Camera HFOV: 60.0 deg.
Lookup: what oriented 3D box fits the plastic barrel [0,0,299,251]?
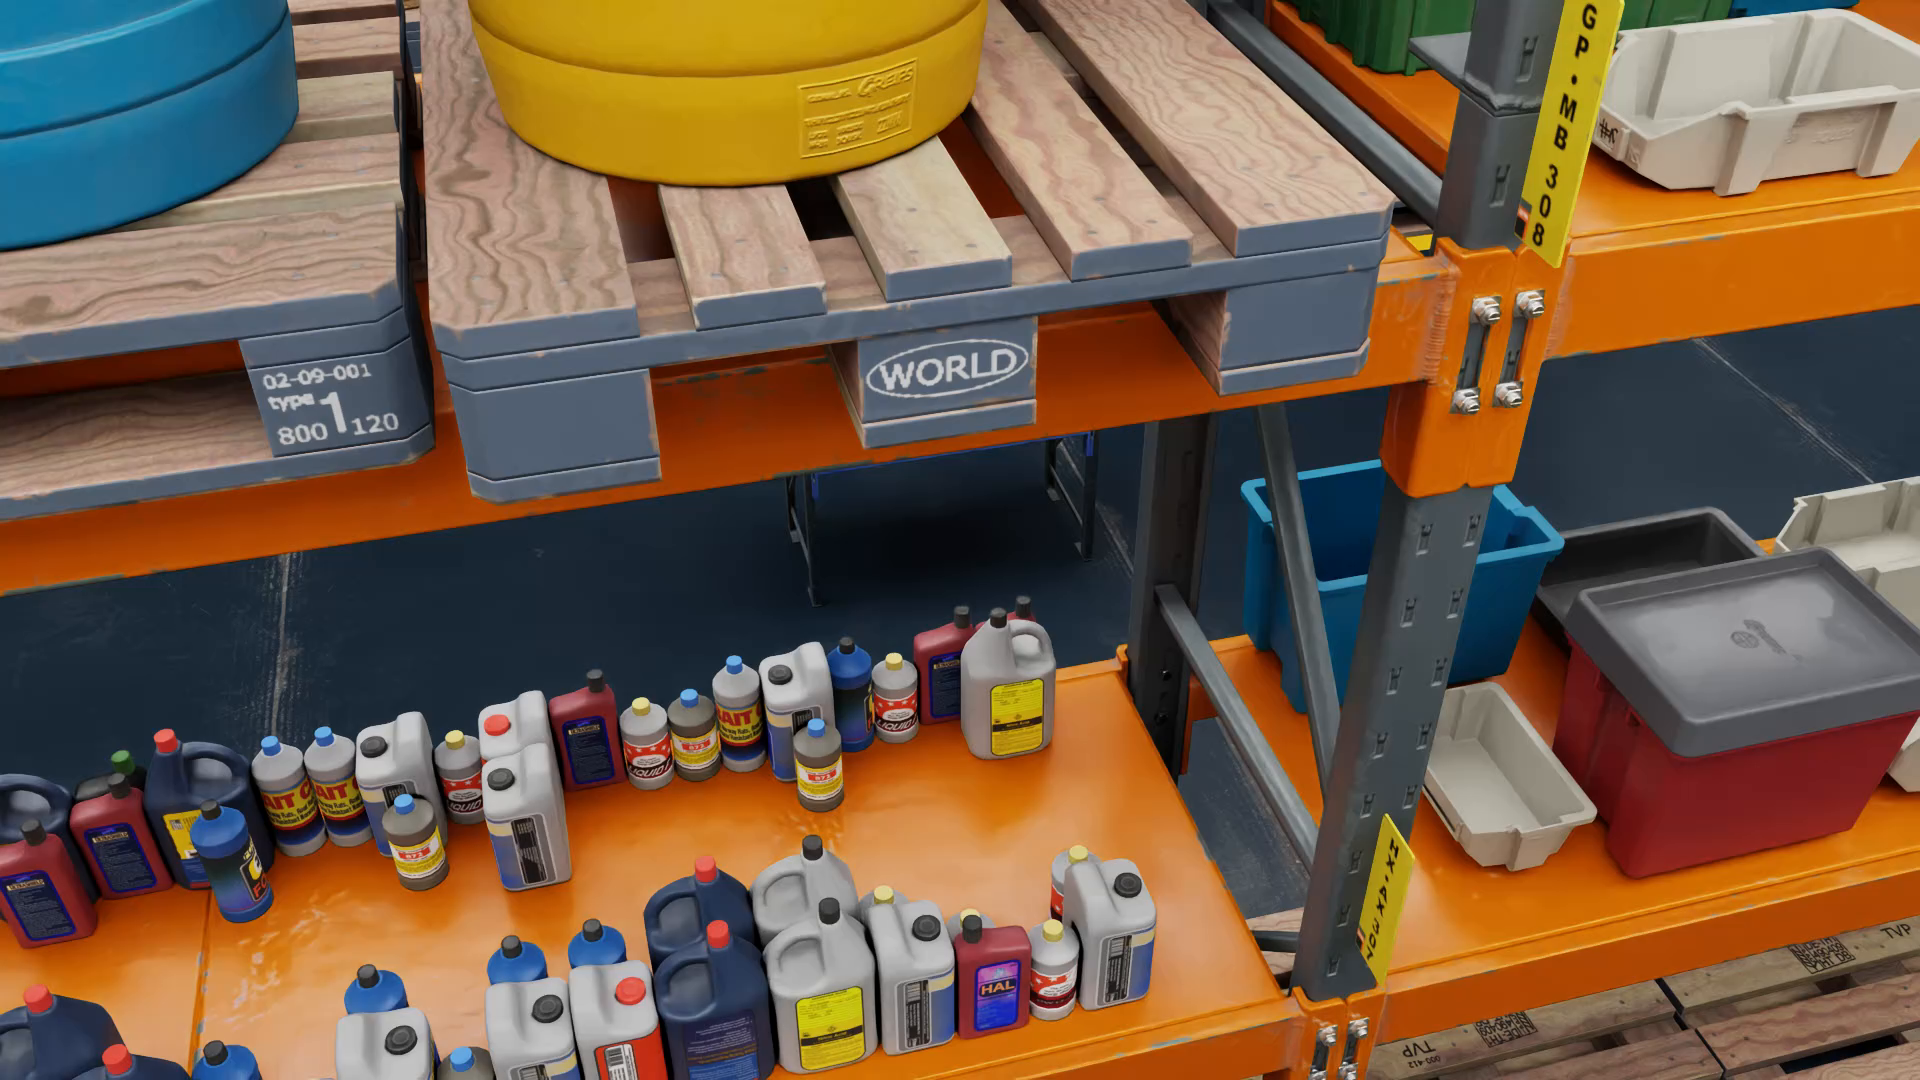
[{"bbox_3d":[-1.044,-0.808,1.611,0.708,0.901,0.600,-9,38,-12],"label":"plastic barrel"}]

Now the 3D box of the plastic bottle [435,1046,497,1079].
[{"bbox_3d":[-0.807,0.913,2.751,0.097,0.201,0.097,0,37,0],"label":"plastic bottle"}]

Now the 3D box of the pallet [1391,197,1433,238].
[{"bbox_3d":[2.294,-1.904,8.566,1.213,0.211,1.003,-9,38,-12],"label":"pallet"}]

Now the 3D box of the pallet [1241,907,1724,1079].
[{"bbox_3d":[1.263,1.357,4.302,1.213,0.211,1.003,-9,38,-12],"label":"pallet"}]

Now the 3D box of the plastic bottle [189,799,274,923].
[{"bbox_3d":[-1.370,0.591,3.115,0.097,0.271,0.097,0,37,0],"label":"plastic bottle"}]

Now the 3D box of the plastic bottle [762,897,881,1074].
[{"bbox_3d":[-0.239,0.746,2.847,0.185,0.351,0.144,-9,38,-12],"label":"plastic bottle"}]

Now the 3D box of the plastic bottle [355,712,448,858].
[{"bbox_3d":[-1.101,0.471,3.267,0.135,0.276,0.152,-9,38,-12],"label":"plastic bottle"}]

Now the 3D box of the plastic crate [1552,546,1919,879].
[{"bbox_3d":[1.491,0.345,3.228,0.583,0.464,0.402,-9,38,-12],"label":"plastic crate"}]

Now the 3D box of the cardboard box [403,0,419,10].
[{"bbox_3d":[-2.414,-2.408,6.501,0.500,0.500,0.700,-19,41,-23],"label":"cardboard box"}]

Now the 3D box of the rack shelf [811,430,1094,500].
[{"bbox_3d":[-0.082,-0.439,5.886,1.000,0.185,0.538,-9,38,-12],"label":"rack shelf"}]

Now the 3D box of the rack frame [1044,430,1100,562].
[{"bbox_3d":[0.408,-0.663,5.882,0.032,1.500,0.500,-9,38,-12],"label":"rack frame"}]

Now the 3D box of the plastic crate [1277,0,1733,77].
[{"bbox_3d":[0.894,-0.963,2.745,0.662,0.188,0.450,-9,38,-12],"label":"plastic crate"}]

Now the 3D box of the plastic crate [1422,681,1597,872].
[{"bbox_3d":[1.050,0.480,3.322,0.243,0.136,0.396,-9,38,-12],"label":"plastic crate"}]

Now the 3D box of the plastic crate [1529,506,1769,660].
[{"bbox_3d":[1.574,0.139,3.776,0.590,0.125,0.437,-9,38,-12],"label":"plastic crate"}]

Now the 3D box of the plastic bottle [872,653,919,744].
[{"bbox_3d":[-0.137,0.326,3.519,0.097,0.201,0.097,0,37,0],"label":"plastic bottle"}]

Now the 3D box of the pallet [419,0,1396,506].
[{"bbox_3d":[-0.168,-0.546,2.182,1.003,0.211,1.213,-9,38,-12],"label":"pallet"}]

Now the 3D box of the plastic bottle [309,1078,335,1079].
[{"bbox_3d":[-1.031,0.950,2.703,0.097,0.201,0.097,0,37,0],"label":"plastic bottle"}]

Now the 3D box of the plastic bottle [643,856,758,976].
[{"bbox_3d":[-0.455,0.691,2.919,0.185,0.351,0.144,-9,38,-12],"label":"plastic bottle"}]

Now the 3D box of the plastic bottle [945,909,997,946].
[{"bbox_3d":[0.018,0.740,2.978,0.097,0.201,0.097,0,37,0],"label":"plastic bottle"}]

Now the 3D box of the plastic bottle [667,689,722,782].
[{"bbox_3d":[-0.549,0.393,3.431,0.097,0.201,0.097,0,37,0],"label":"plastic bottle"}]

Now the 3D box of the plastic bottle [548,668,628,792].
[{"bbox_3d":[-0.759,0.384,3.376,0.133,0.283,0.061,-9,38,-12],"label":"plastic bottle"}]

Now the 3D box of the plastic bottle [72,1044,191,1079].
[{"bbox_3d":[-1.302,0.920,2.618,0.185,0.351,0.144,-9,38,-12],"label":"plastic bottle"}]

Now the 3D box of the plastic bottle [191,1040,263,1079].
[{"bbox_3d":[-1.176,0.908,2.701,0.097,0.271,0.097,0,37,0],"label":"plastic bottle"}]

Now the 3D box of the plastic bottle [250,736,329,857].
[{"bbox_3d":[-1.314,0.491,3.245,0.097,0.271,0.097,0,37,0],"label":"plastic bottle"}]

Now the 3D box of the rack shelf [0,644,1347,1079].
[{"bbox_3d":[-1.367,0.991,3.077,4.000,0.370,1.077,-9,38,-12],"label":"rack shelf"}]

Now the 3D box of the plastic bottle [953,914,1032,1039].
[{"bbox_3d":[0.056,0.751,2.896,0.133,0.283,0.061,-9,38,-12],"label":"plastic bottle"}]

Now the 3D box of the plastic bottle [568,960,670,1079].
[{"bbox_3d":[-0.572,0.828,2.801,0.135,0.276,0.152,-9,38,-12],"label":"plastic bottle"}]

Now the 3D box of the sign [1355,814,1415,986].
[{"bbox_3d":[0.705,0.602,2.767,0.005,0.325,0.100,-9,38,-12],"label":"sign"}]

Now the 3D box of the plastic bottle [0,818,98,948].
[{"bbox_3d":[-1.700,0.629,3.055,0.133,0.283,0.061,-9,38,-12],"label":"plastic bottle"}]

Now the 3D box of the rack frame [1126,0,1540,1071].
[{"bbox_3d":[0.563,0.389,3.273,0.127,3.000,1.000,-9,38,-12],"label":"rack frame"}]

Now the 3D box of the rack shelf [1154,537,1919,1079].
[{"bbox_3d":[2.494,0.358,3.906,4.000,0.370,1.077,-9,38,-12],"label":"rack shelf"}]

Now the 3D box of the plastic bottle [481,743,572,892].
[{"bbox_3d":[-0.837,0.524,3.198,0.135,0.276,0.152,-9,38,-12],"label":"plastic bottle"}]

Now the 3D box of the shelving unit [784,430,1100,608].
[{"bbox_3d":[-0.082,-0.582,5.777,1.048,1.500,0.538,-9,38,-12],"label":"shelving unit"}]

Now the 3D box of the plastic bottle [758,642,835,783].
[{"bbox_3d":[-0.336,0.346,3.431,0.135,0.276,0.152,-9,38,-12],"label":"plastic bottle"}]

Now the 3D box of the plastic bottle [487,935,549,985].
[{"bbox_3d":[-0.753,0.781,2.866,0.097,0.271,0.097,0,37,0],"label":"plastic bottle"}]

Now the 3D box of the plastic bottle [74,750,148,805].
[{"bbox_3d":[-1.608,0.523,3.193,0.133,0.283,0.061,-9,38,-12],"label":"plastic bottle"}]

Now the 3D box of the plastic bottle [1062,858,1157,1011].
[{"bbox_3d":[0.267,0.690,2.981,0.135,0.276,0.152,-9,38,-12],"label":"plastic bottle"}]

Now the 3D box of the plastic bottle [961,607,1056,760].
[{"bbox_3d":[0.100,0.280,3.455,0.185,0.351,0.144,-9,38,-12],"label":"plastic bottle"}]

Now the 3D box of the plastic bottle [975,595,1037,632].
[{"bbox_3d":[0.098,0.243,3.559,0.133,0.283,0.061,-9,38,-12],"label":"plastic bottle"}]
